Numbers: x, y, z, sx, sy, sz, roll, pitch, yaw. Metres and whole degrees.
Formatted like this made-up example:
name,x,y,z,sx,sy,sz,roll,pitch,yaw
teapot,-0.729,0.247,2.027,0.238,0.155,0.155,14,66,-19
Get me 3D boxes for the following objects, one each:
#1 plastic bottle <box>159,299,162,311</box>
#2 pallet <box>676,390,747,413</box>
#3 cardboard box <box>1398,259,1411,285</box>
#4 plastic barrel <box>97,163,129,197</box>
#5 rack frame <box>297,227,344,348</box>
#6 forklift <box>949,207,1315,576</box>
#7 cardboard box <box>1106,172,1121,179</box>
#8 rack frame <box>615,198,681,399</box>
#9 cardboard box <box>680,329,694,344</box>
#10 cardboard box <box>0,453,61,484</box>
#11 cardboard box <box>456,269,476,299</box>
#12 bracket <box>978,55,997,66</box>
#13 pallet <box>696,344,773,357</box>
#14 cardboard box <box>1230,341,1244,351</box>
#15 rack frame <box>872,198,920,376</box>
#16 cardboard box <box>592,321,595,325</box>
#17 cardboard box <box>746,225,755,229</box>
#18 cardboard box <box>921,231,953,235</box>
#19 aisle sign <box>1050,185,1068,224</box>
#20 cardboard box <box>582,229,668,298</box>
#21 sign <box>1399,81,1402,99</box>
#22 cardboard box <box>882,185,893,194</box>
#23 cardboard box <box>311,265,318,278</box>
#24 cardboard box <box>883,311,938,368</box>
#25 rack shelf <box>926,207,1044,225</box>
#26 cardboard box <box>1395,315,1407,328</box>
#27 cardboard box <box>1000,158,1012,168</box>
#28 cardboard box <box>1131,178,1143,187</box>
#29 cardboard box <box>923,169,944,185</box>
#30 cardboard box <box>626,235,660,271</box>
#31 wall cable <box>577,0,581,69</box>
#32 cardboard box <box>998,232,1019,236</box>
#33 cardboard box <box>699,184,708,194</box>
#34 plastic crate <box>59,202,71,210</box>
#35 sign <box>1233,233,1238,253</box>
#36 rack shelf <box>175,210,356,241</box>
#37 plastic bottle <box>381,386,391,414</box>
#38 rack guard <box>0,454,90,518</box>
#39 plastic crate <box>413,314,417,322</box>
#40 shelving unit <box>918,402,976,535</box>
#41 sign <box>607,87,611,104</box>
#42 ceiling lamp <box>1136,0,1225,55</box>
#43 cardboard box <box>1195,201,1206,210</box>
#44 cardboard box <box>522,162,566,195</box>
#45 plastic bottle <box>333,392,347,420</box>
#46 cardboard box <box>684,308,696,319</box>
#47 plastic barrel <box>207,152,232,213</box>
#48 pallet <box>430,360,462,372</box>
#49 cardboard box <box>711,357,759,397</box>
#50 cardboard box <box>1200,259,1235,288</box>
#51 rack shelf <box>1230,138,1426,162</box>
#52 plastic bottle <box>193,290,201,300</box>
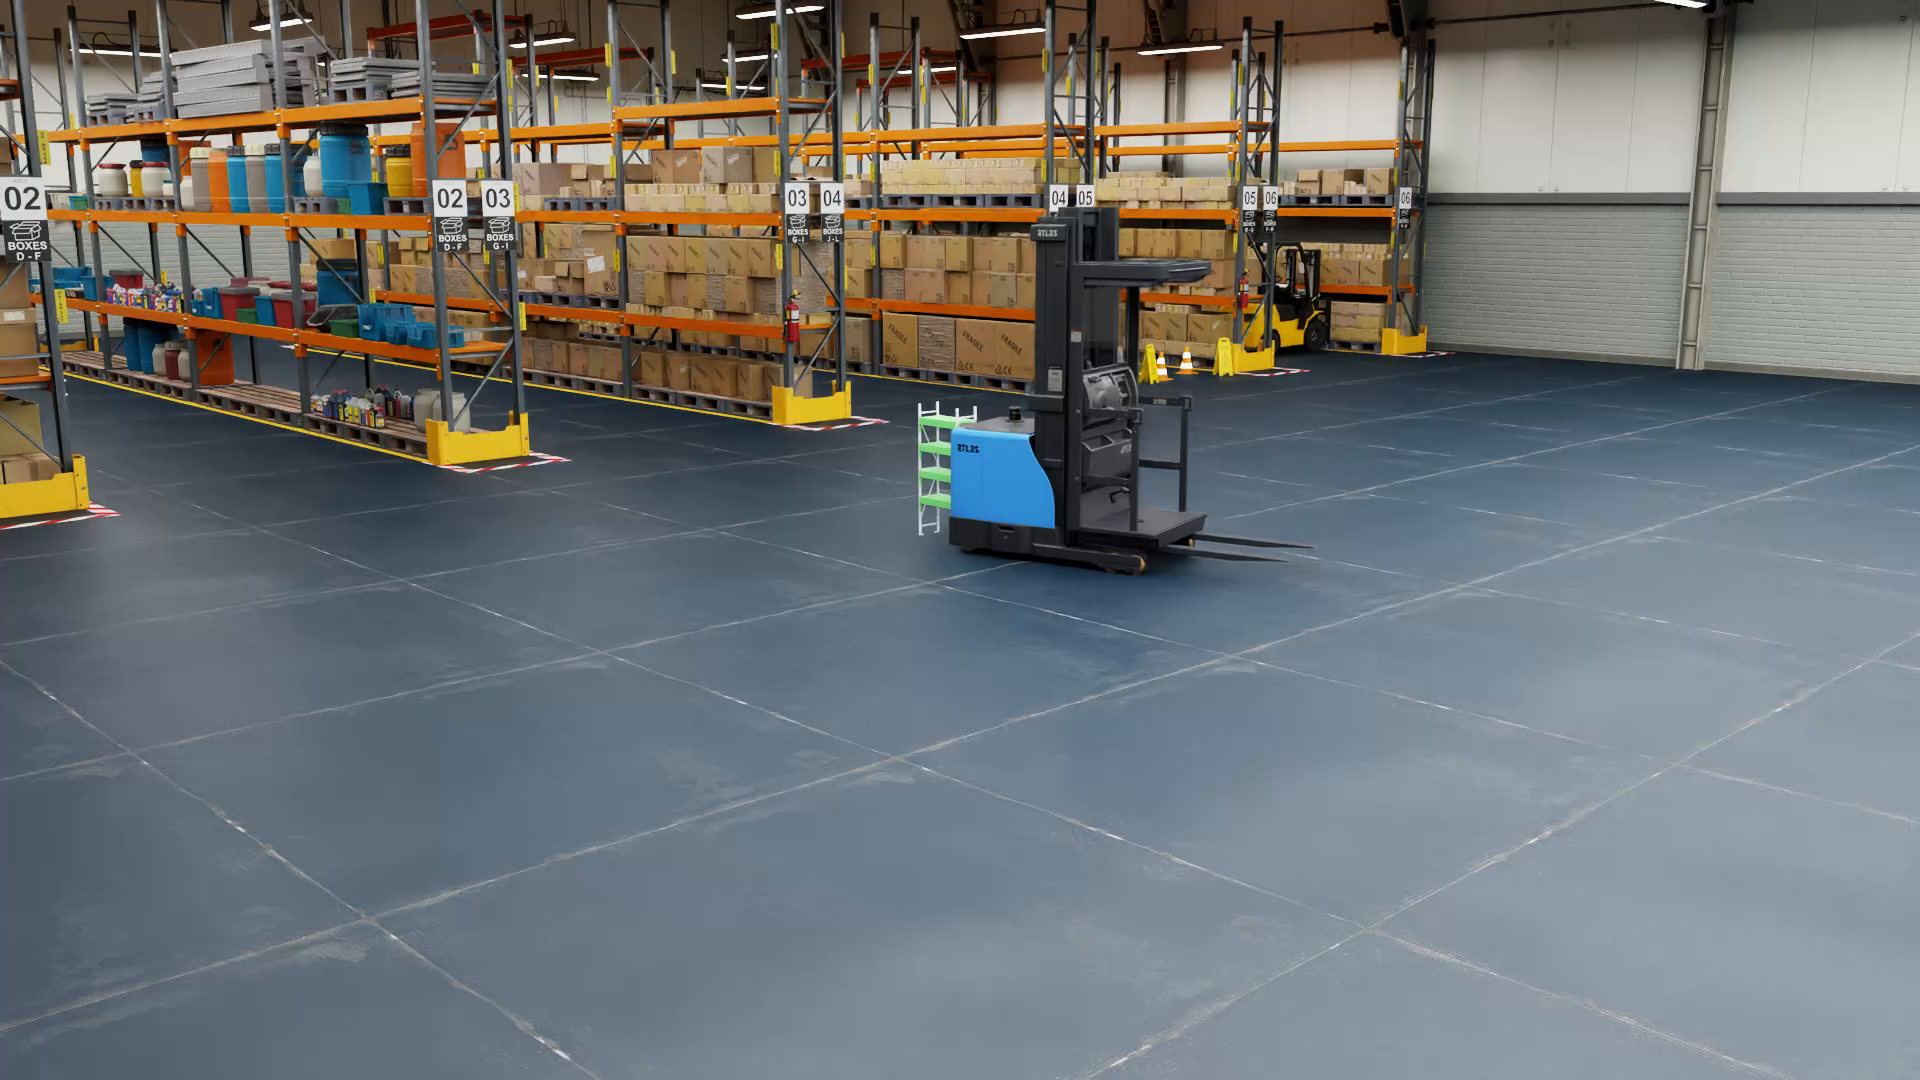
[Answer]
name,x,y,z,sx,sy,sz,roll,pitch,yaw
plastic bottle,-12.240,-3.618,25.531,0.097,0.201,0.097,0,12,0
pallet,-3.409,-2.061,24.392,1.003,0.211,1.213,-11,16,-43
cardboard box,8.630,-5.347,33.185,0.500,0.500,0.500,-10,15,-41
plastic barrel,-13.670,-5.805,26.843,0.433,0.535,0.433,0,12,0
rack frame,-13.033,-5.449,33.927,1.000,3.000,0.127,-11,16,-43
forklift,1.434,-1.269,13.805,3.031,2.935,1.130,7,14,30
cardboard box,3.571,-7.988,37.280,0.500,0.500,0.500,-11,16,-42
rack frame,-4.746,-3.698,25.427,1.000,3.000,0.127,-11,16,-43
cardboard box,-5.227,-4.150,32.777,0.500,0.500,0.500,11,16,43
cardboard box,-9.360,-0.703,16.661,0.500,0.250,0.500,-11,16,-43
cardboard box,-8.368,-4.442,28.789,0.500,0.500,0.500,-11,16,-43
bracket,0.686,-11.757,40.757,0.235,0.232,0.430,-11,16,-43
pallet,-4.389,-3.707,32.380,1.003,0.211,1.213,-11,16,-43
cardboard box,4.827,-3.510,30.290,0.500,0.250,0.500,-11,16,-43
rack frame,-1.088,-4.374,28.710,1.000,3.000,0.127,-11,16,-43
cardboard box,-7.556,-4.623,35.206,0.380,0.149,0.250,-11,16,-42
cardboard box,-4.780,-7.364,38.888,0.250,0.149,0.380,11,16,44
cardboard box,-0.504,-6.307,35.367,0.500,0.500,0.500,11,16,43
aisle sign,1.506,-5.012,25.361,0.394,0.787,0.004,-11,16,-43
cardboard box,-5.193,-4.333,25.982,1.000,1.000,1.000,-11,16,-42
sign,8.369,-8.548,31.592,0.100,0.325,0.005,-11,16,-43
cardboard box,-1.083,-5.875,27.893,0.380,0.149,0.250,-11,16,-43
cardboard box,-12.533,-5.339,33.026,0.500,0.250,0.500,-11,16,-43
cardboard box,-0.705,-3.438,28.389,0.875,0.875,0.875,-11,16,-42
rack shelf,1.041,-6.488,33.317,1.077,0.370,4.000,-11,16,-43
cardboard box,8.597,-4.389,33.314,0.500,0.250,0.500,-11,16,-42
cardboard box,0.847,-5.858,25.835,0.380,0.149,0.250,-11,16,-42
cardboard box,3.342,-6.542,30.443,0.380,0.149,0.250,-11,16,-43
cardboard box,-0.255,-5.913,27.091,0.500,0.250,0.500,-11,16,-43
cardboard box,-4.619,-4.281,24.795,0.500,0.500,0.500,-11,16,-43
wall cable,-10.753,-13.645,42.487,2.355,3.000,0.029,-11,16,-43
cardboard box,0.993,-6.181,33.847,0.250,0.149,0.380,11,16,42
cardboard box,-3.450,-4.940,23.403,0.250,0.149,0.380,11,16,42
plastic crate,-15.006,-5.648,28.111,0.293,0.136,0.466,-11,16,-43
sign,4.769,-5.143,28.786,0.100,0.325,0.005,-11,16,-43
rack shelf,-9.709,-4.416,23.264,1.077,0.370,4.000,-11,16,-43
plastic bottle,-7.542,-1.844,21.903,0.185,0.351,0.144,11,16,42
rack guard,-9.134,-0.506,16.131,1.175,0.500,0.348,-11,16,-43
plastic crate,-7.367,-2.811,21.492,0.499,0.251,0.616,-11,16,-43
shelving unit,-0.114,-0.612,14.908,0.258,1.200,0.503,-11,16,-43
sign,-7.018,-8.904,33.316,0.100,0.325,0.005,-11,16,-43
ceiling lamp,4.515,-11.242,32.711,0.800,3.185,2.000,-11,16,-43
cardboard box,4.381,-5.930,29.448,0.380,0.149,0.250,-10,15,-41
cardboard box,-6.669,-5.793,26.677,0.500,0.500,0.500,11,16,44
plastic bottle,-7.940,-1.723,21.314,0.185,0.351,0.144,11,16,43
cardboard box,-3.769,-3.285,24.043,0.380,0.149,0.250,-11,16,-43
plastic barrel,-10.228,-5.025,23.373,0.600,0.830,0.708,-11,16,-43
pallet,-8.836,-3.220,30.015,1.003,0.211,1.213,-11,16,-43
cardboard box,-3.259,-2.366,24.114,0.500,0.500,0.500,-9,15,-37
cardboard box,4.610,-4.731,29.454,0.500,0.500,0.500,-11,16,-44
rack shelf,7.390,-7.869,33.581,1.077,0.370,4.000,-11,16,-43
plastic bottle,-12.113,-3.841,26.430,0.152,0.276,0.135,-11,16,-43
